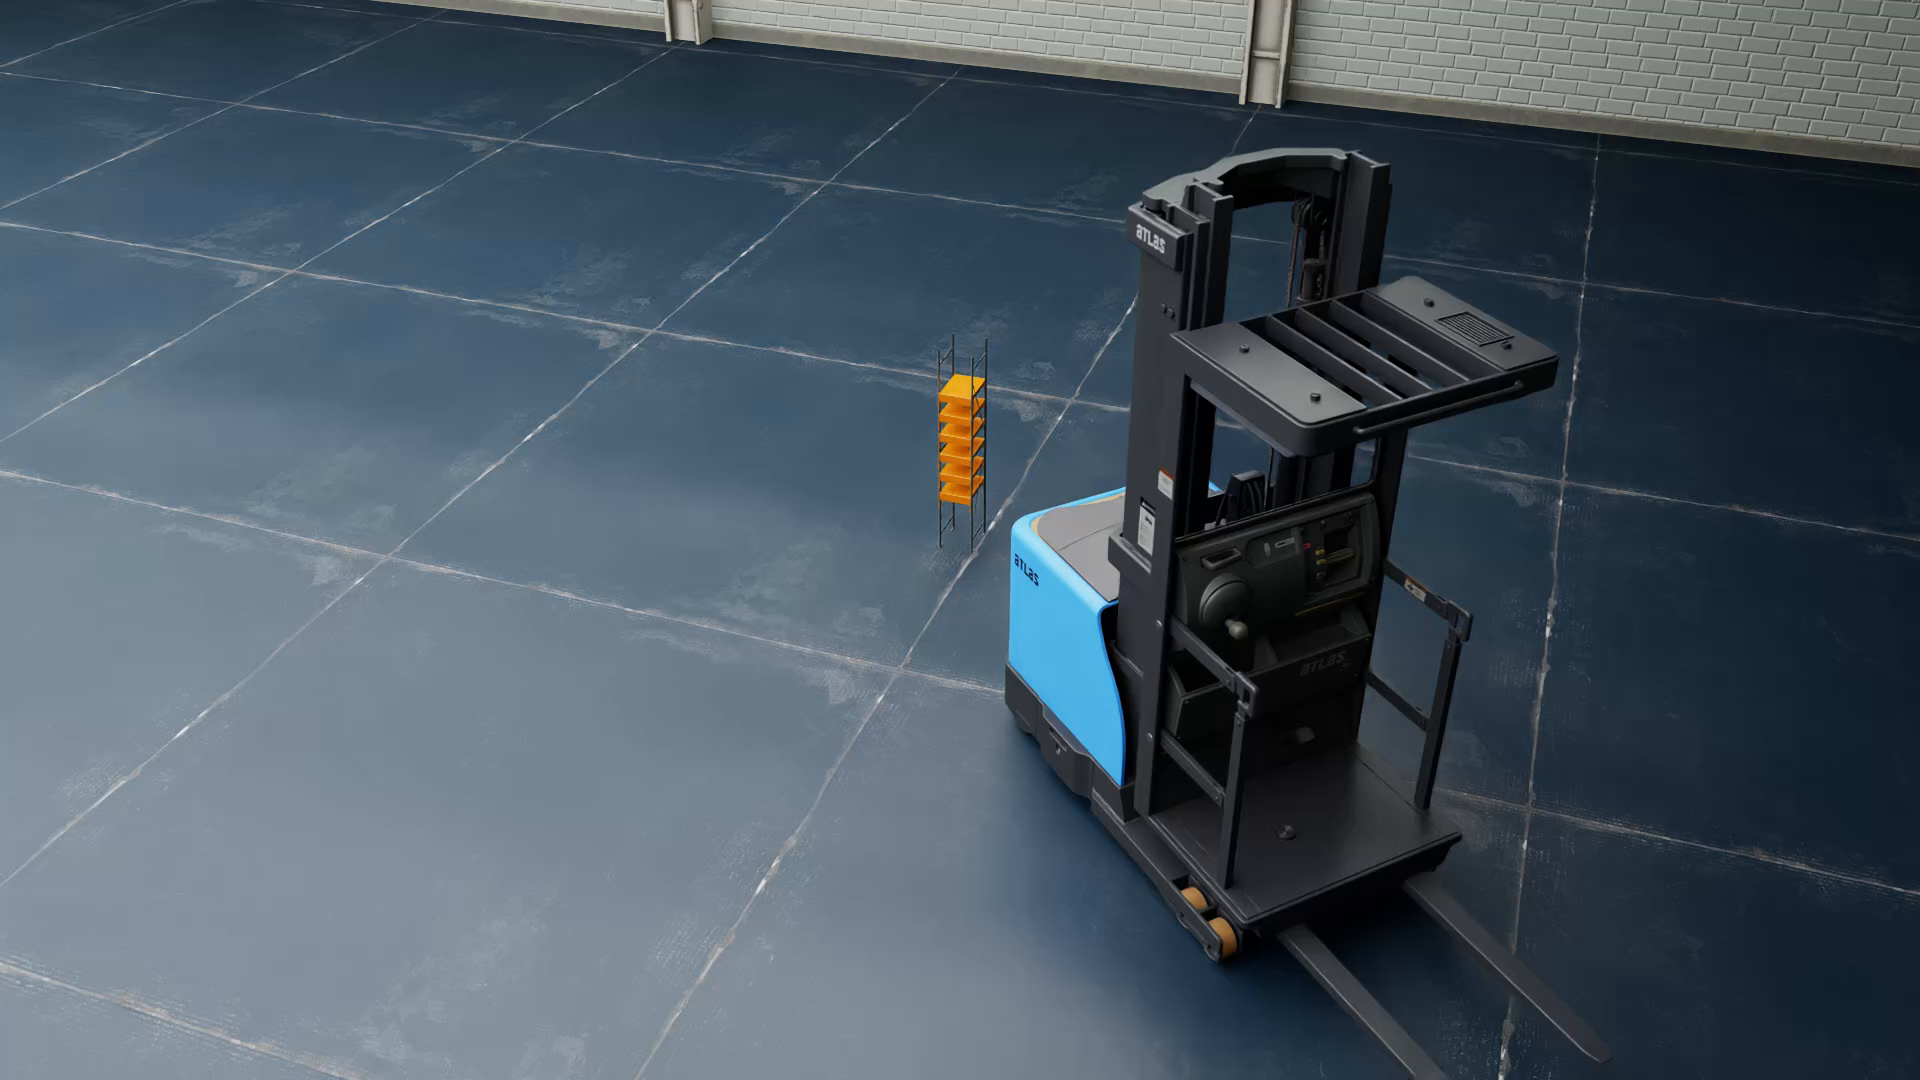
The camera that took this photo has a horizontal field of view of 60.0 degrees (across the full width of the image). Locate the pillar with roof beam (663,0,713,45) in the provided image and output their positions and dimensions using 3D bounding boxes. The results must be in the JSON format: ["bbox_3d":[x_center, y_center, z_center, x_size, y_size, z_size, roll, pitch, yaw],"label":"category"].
[{"bbox_3d":[-4.259,-6.797,11.450,0.400,9.000,9.100,11,34,16],"label":"pillar with roof beam"}]

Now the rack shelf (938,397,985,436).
[{"bbox_3d":[0.014,-0.666,8.782,0.180,0.103,0.258,11,34,16],"label":"rack shelf"}]

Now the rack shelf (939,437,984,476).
[{"bbox_3d":[0.014,-0.464,8.913,0.180,0.103,0.258,11,34,16],"label":"rack shelf"}]

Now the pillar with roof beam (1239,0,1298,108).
[{"bbox_3d":[1.389,-5.699,9.749,0.400,9.000,9.100,11,34,16],"label":"pillar with roof beam"}]

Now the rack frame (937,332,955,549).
[{"bbox_3d":[-0.073,-0.518,8.914,0.006,1.200,0.240,11,34,16],"label":"rack frame"}]

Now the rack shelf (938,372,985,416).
[{"bbox_3d":[0.014,-0.767,8.717,0.180,0.103,0.258,11,34,16],"label":"rack shelf"}]

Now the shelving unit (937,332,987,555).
[{"bbox_3d":[0.014,-0.501,8.888,0.189,1.200,0.258,11,34,16],"label":"shelving unit"}]

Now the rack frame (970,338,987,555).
[{"bbox_3d":[0.100,-0.485,8.863,0.006,1.200,0.240,11,34,16],"label":"rack frame"}]

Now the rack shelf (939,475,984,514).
[{"bbox_3d":[0.014,-0.262,9.043,0.180,0.103,0.258,11,34,16],"label":"rack shelf"}]

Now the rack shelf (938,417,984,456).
[{"bbox_3d":[0.014,-0.565,8.848,0.180,0.103,0.258,11,34,16],"label":"rack shelf"}]

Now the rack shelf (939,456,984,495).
[{"bbox_3d":[0.014,-0.363,8.978,0.180,0.103,0.258,11,34,16],"label":"rack shelf"}]

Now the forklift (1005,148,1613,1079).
[{"bbox_3d":[1.341,0.162,6.266,1.130,2.935,3.031,-16,36,-23],"label":"forklift"}]
